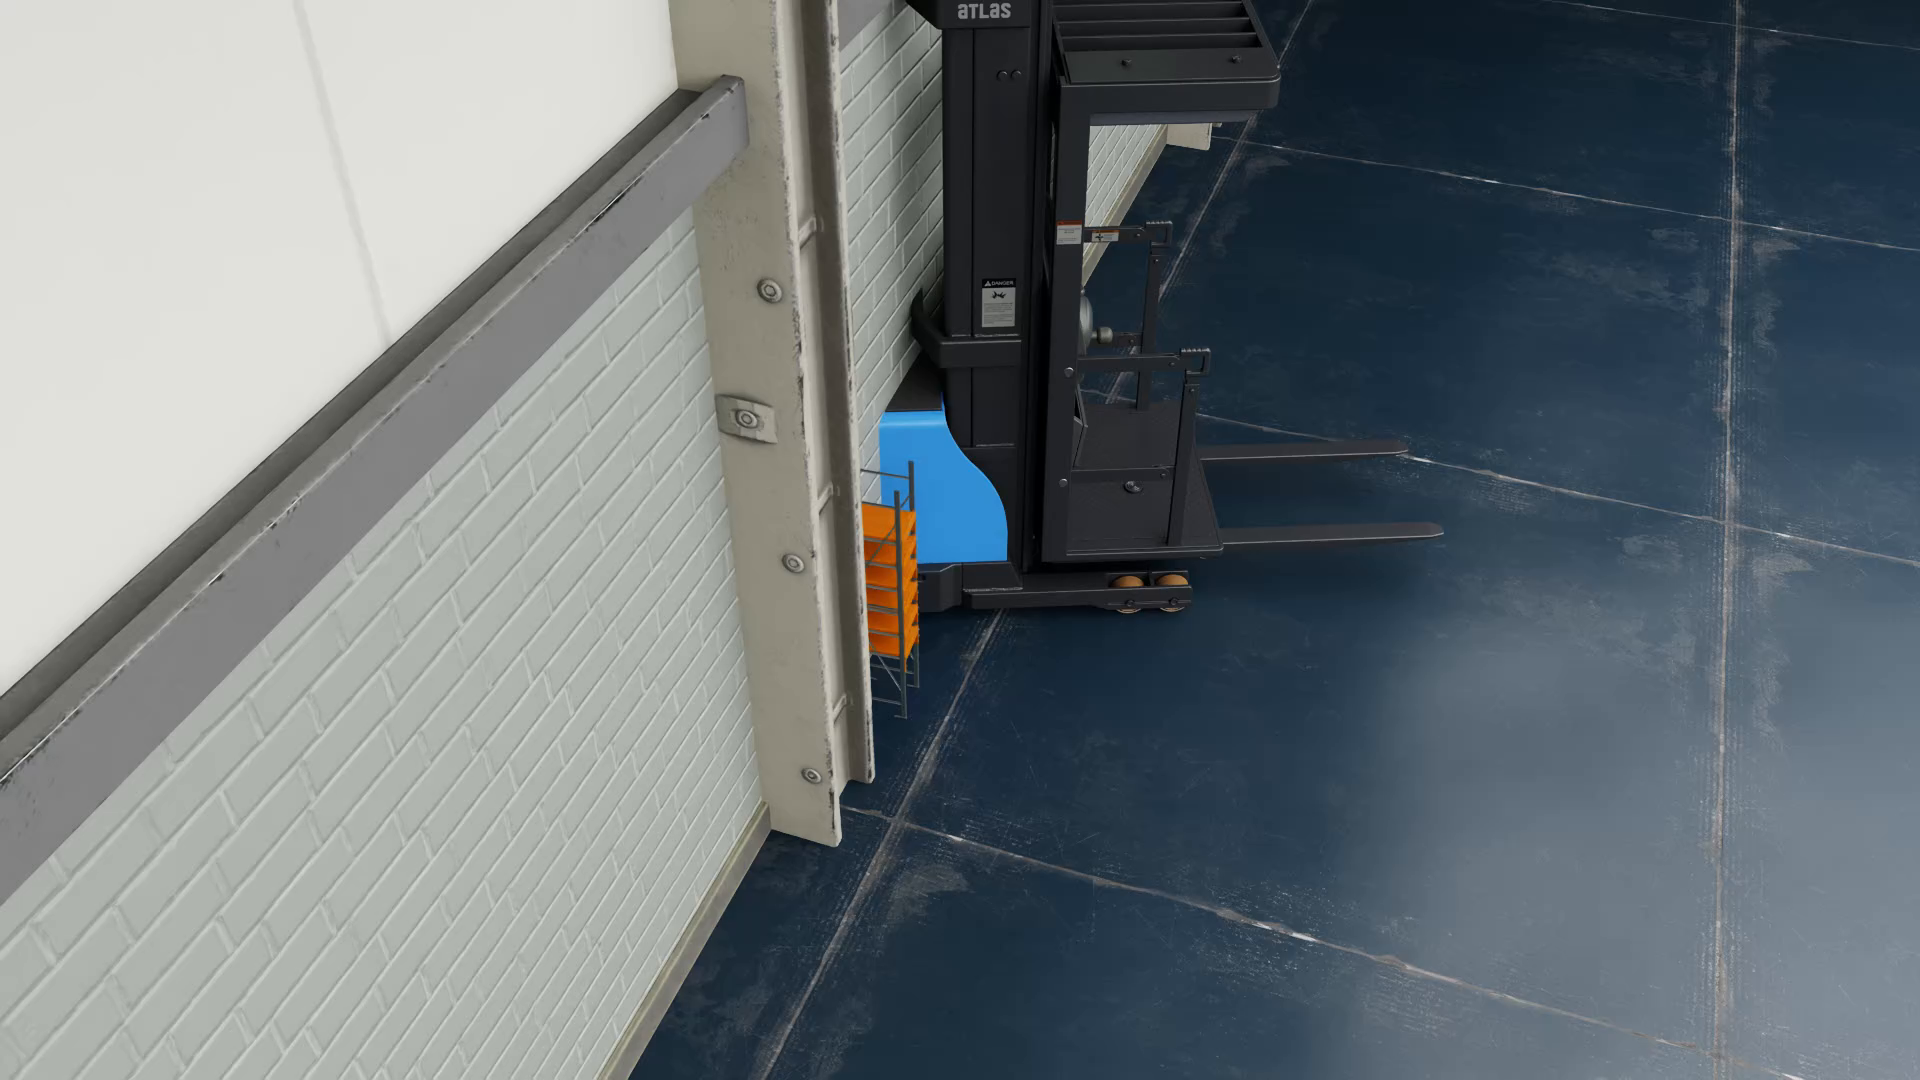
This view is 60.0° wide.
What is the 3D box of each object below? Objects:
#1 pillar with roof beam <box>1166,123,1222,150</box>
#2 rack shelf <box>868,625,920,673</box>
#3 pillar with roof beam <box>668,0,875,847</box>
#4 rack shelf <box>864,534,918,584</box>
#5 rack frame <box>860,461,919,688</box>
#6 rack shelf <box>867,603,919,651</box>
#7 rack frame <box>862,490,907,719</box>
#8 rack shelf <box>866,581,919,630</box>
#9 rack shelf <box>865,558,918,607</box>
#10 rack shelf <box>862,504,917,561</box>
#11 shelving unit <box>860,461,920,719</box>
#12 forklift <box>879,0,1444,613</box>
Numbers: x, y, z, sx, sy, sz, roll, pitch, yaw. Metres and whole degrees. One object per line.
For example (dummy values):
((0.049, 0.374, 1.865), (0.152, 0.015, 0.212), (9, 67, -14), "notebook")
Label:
((5.550, -5.111, 6.761), (9.100, 9.000, 0.400), (13, 42, 15), "pillar with roof beam")
((-0.312, 0.418, 6.728), (0.258, 0.103, 0.180), (10, 41, 11), "rack shelf")
((3.498, -1.452, 2.472), (9.100, 9.000, 0.400), (13, 42, 15), "pillar with roof beam")
((-0.312, 0.053, 6.416), (0.258, 0.103, 0.180), (10, 41, 11), "rack shelf")
((-0.288, 0.144, 6.610), (0.240, 1.200, 0.006), (10, 41, 11), "rack frame")
((-0.312, 0.327, 6.650), (0.258, 0.103, 0.180), (10, 41, 11), "rack shelf")
((-0.336, 0.259, 6.476), (0.240, 1.200, 0.006), (10, 41, 11), "rack frame")
((-0.312, 0.235, 6.572), (0.258, 0.103, 0.180), (10, 41, 11), "rack shelf")
((-0.312, 0.144, 6.494), (0.258, 0.103, 0.180), (10, 41, 11), "rack shelf")
((-0.312, -0.038, 6.338), (0.258, 0.103, 0.180), (10, 41, 11), "rack shelf")
((-0.312, 0.202, 6.543), (0.258, 1.200, 0.189), (10, 41, 11), "shelving unit")
((0.626, -1.137, 6.778), (3.031, 2.935, 1.130), (-2, 41, -2), "forklift")
